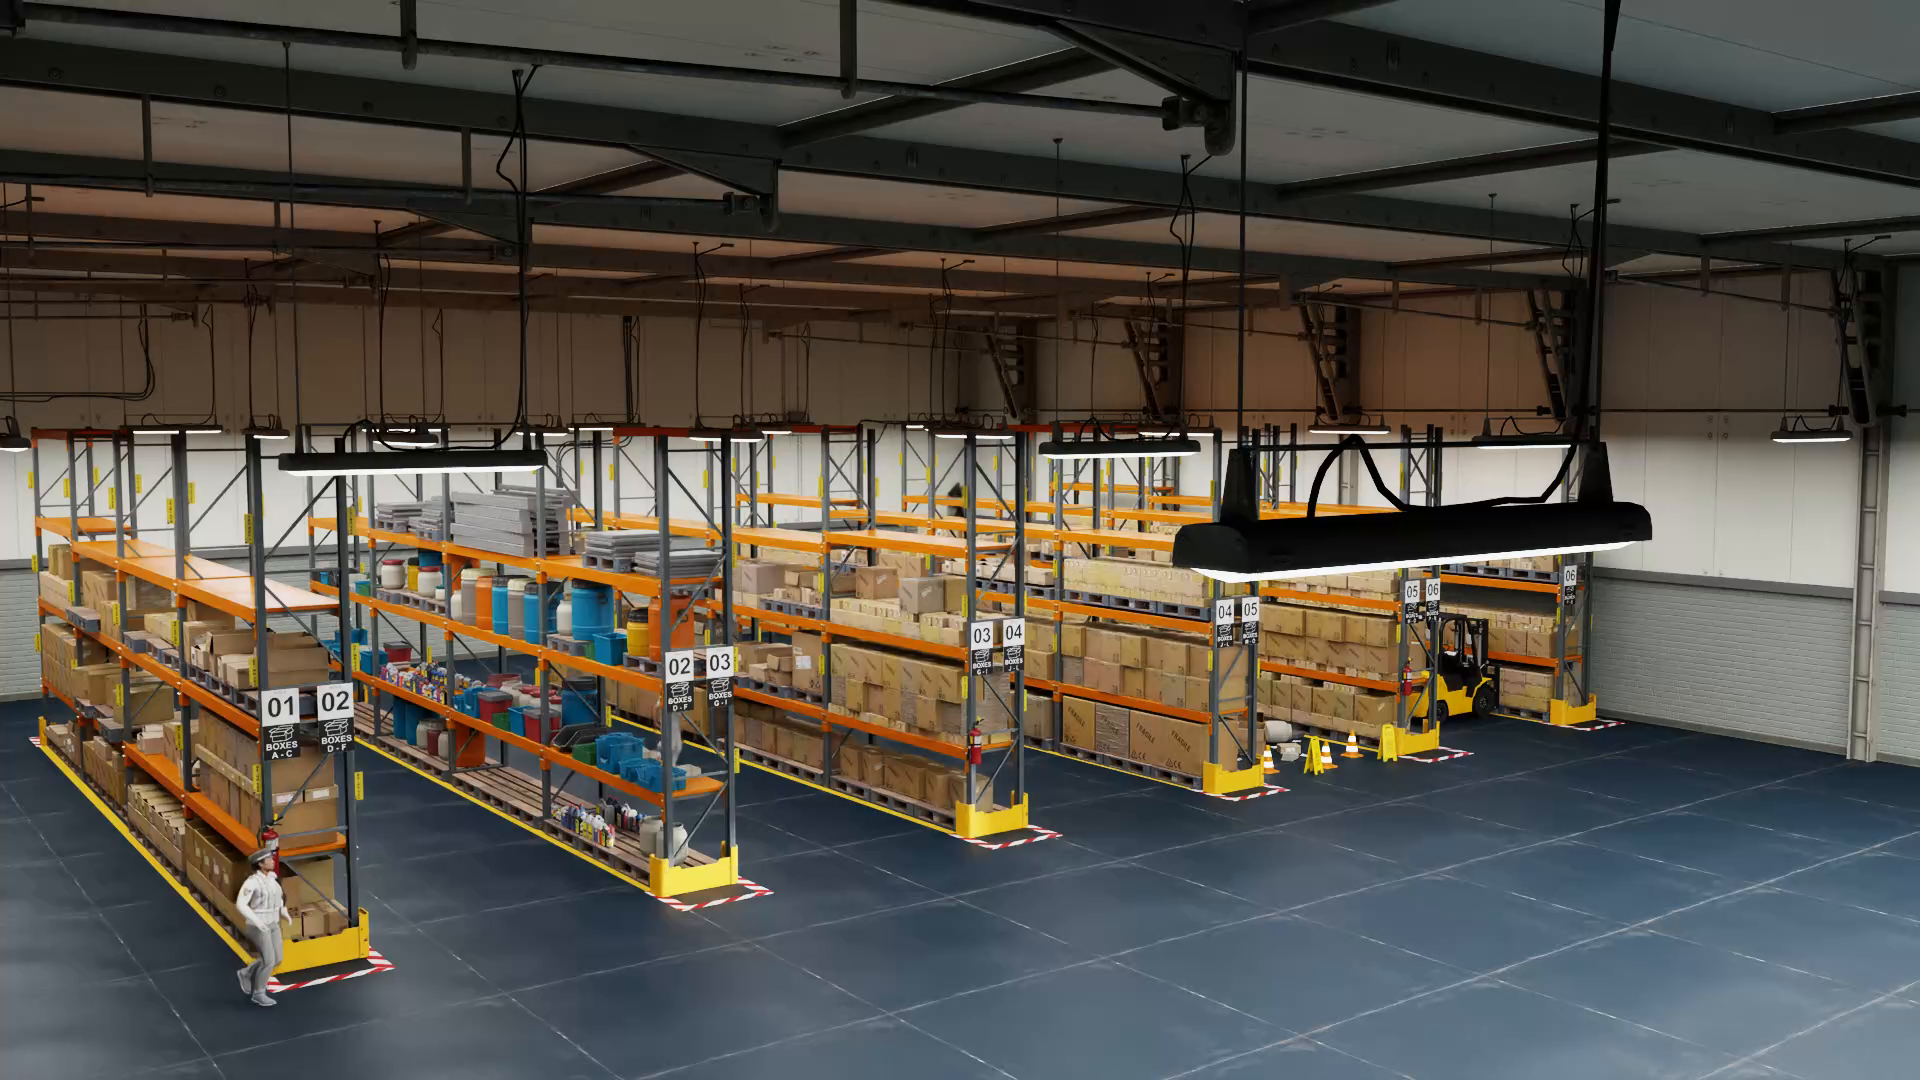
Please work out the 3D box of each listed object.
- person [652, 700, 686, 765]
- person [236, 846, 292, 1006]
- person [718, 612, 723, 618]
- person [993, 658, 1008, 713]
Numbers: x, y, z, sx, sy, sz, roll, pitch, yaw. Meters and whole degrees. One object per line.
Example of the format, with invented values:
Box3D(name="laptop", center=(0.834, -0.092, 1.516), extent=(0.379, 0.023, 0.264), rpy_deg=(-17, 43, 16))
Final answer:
Box3D(name="person", center=(-5.038, 3.273, 28.922), extent=(0.599, 1.621, 0.663), rpy_deg=(-4, 6, -44))
Box3D(name="person", center=(-7.489, 4.118, 17.832), extent=(0.484, 1.654, 0.672), rpy_deg=(1, 5, 12))
Box3D(name="person", center=(-5.512, 2.488, 38.526), extent=(0.600, 1.666, 0.536), rpy_deg=(-3, 5, -31))
Box3D(name="person", center=(0.629, 3.043, 30.717), extent=(0.684, 1.746, 0.659), rpy_deg=(-4, 6, -42))
